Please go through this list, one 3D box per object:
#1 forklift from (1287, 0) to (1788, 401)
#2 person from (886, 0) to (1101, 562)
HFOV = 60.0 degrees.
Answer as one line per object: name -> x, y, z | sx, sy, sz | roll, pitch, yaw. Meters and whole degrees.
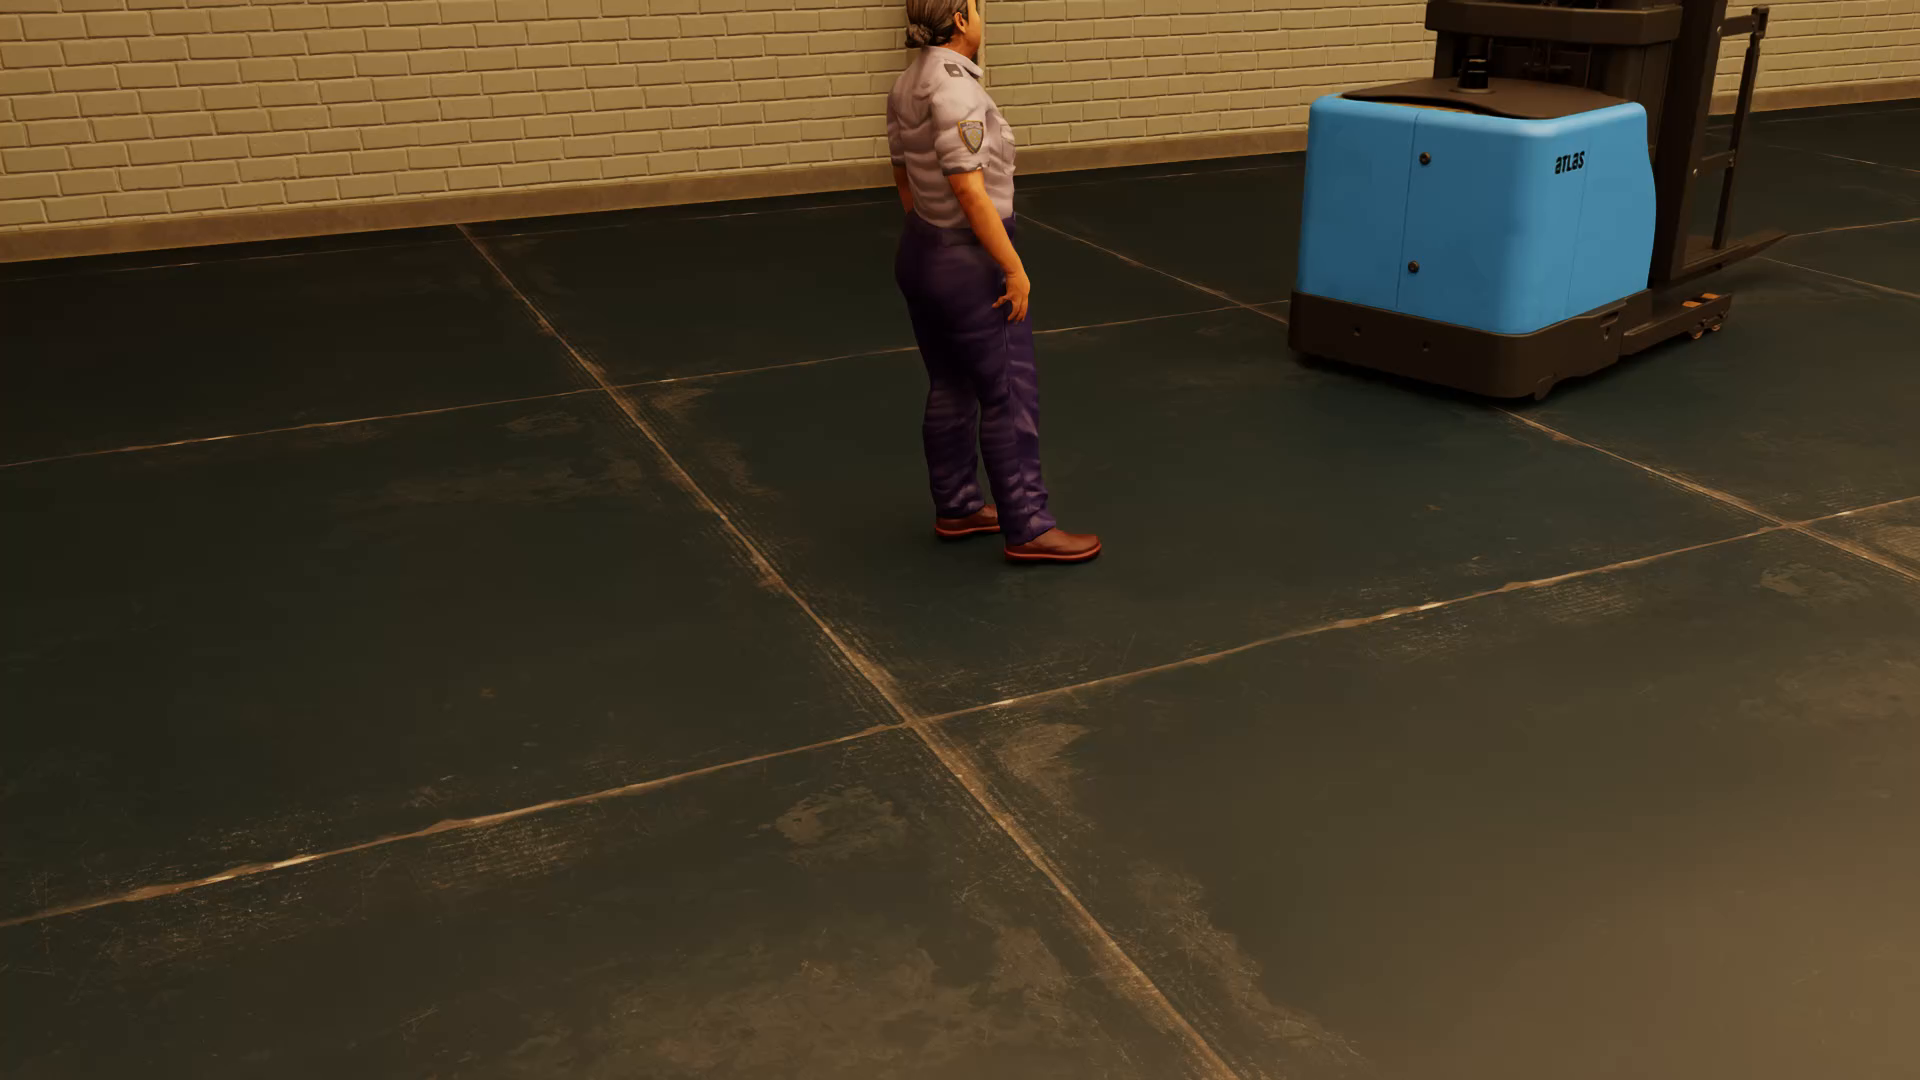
forklift -> 2.752, -2.346, 6.934 | 3.031, 2.935, 1.130 | -21, 30, -40
person -> 0.091, -0.774, 4.804 | 0.502, 1.651, 0.598 | -10, 25, -23
